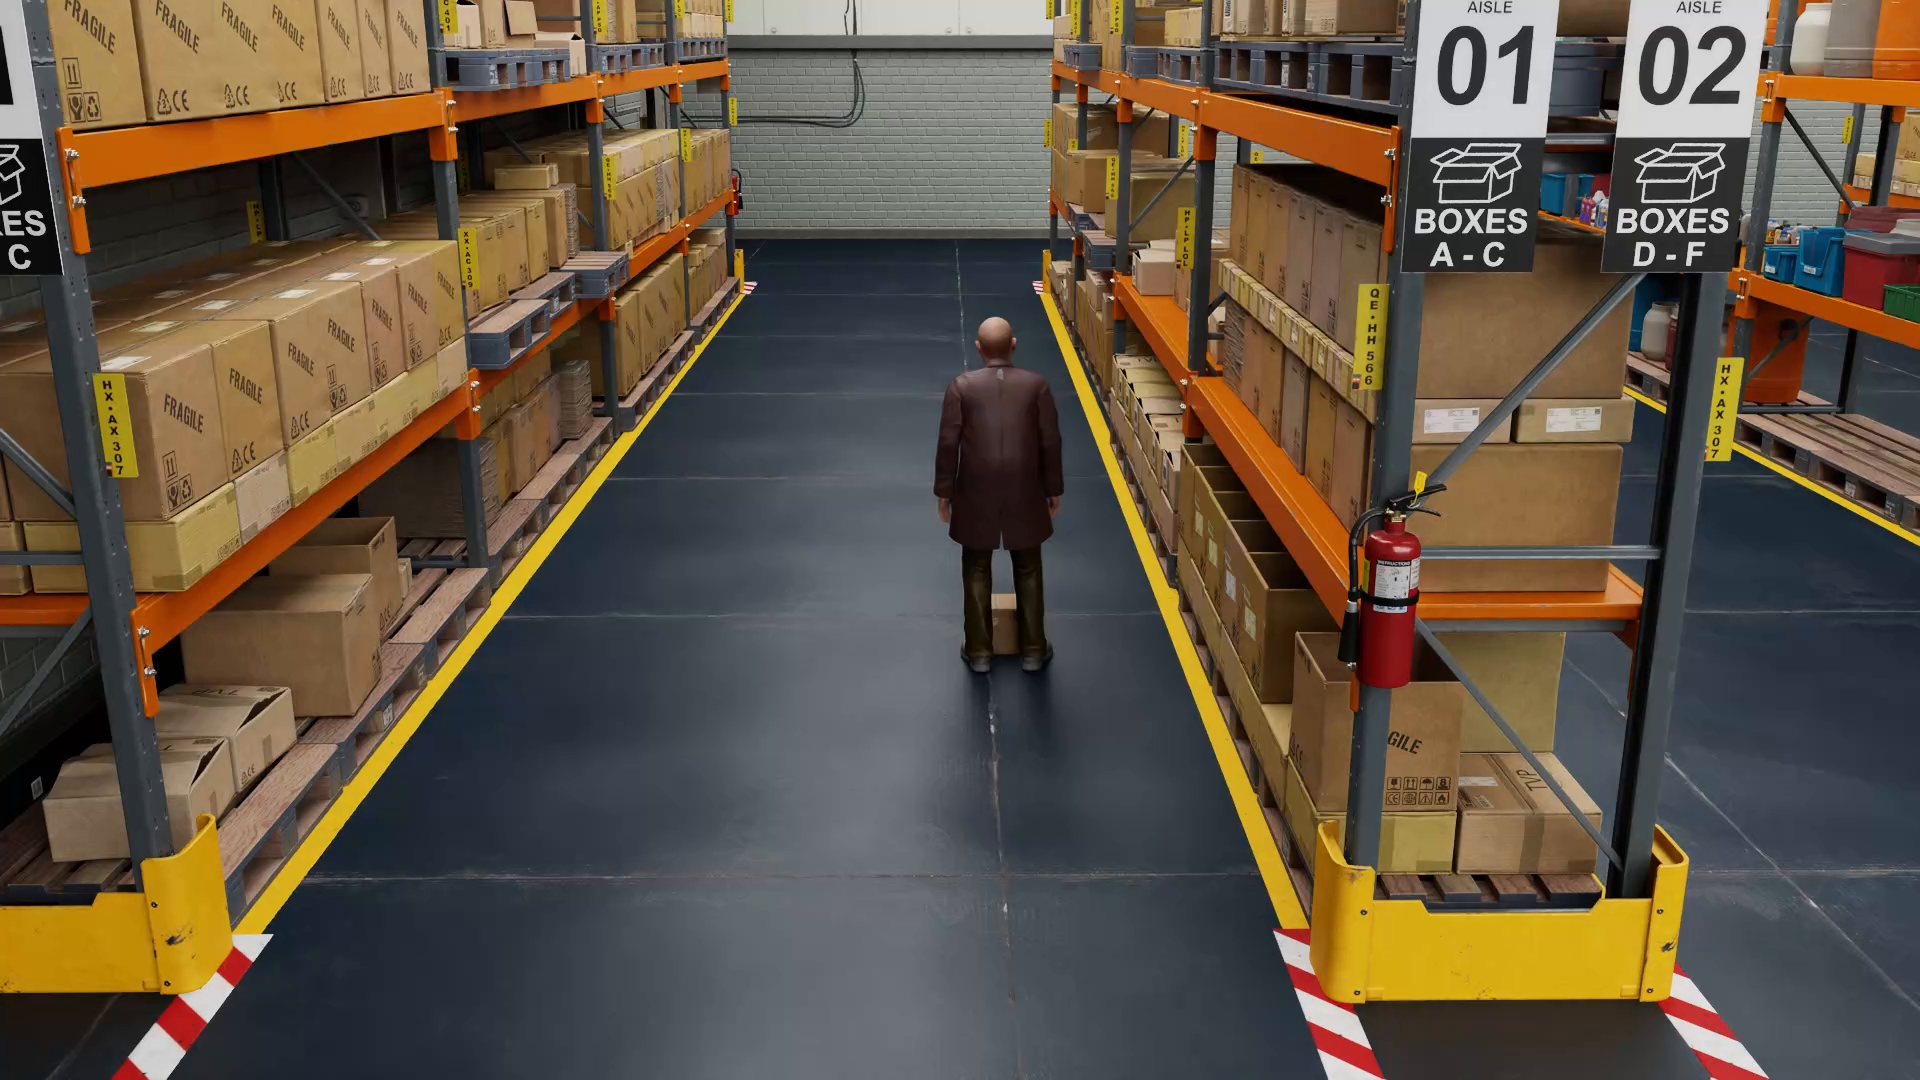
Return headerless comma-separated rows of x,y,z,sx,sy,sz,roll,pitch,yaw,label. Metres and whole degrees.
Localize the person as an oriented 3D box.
0.195,-0.219,8.291,0.654,1.774,0.416,0,17,-1,person
